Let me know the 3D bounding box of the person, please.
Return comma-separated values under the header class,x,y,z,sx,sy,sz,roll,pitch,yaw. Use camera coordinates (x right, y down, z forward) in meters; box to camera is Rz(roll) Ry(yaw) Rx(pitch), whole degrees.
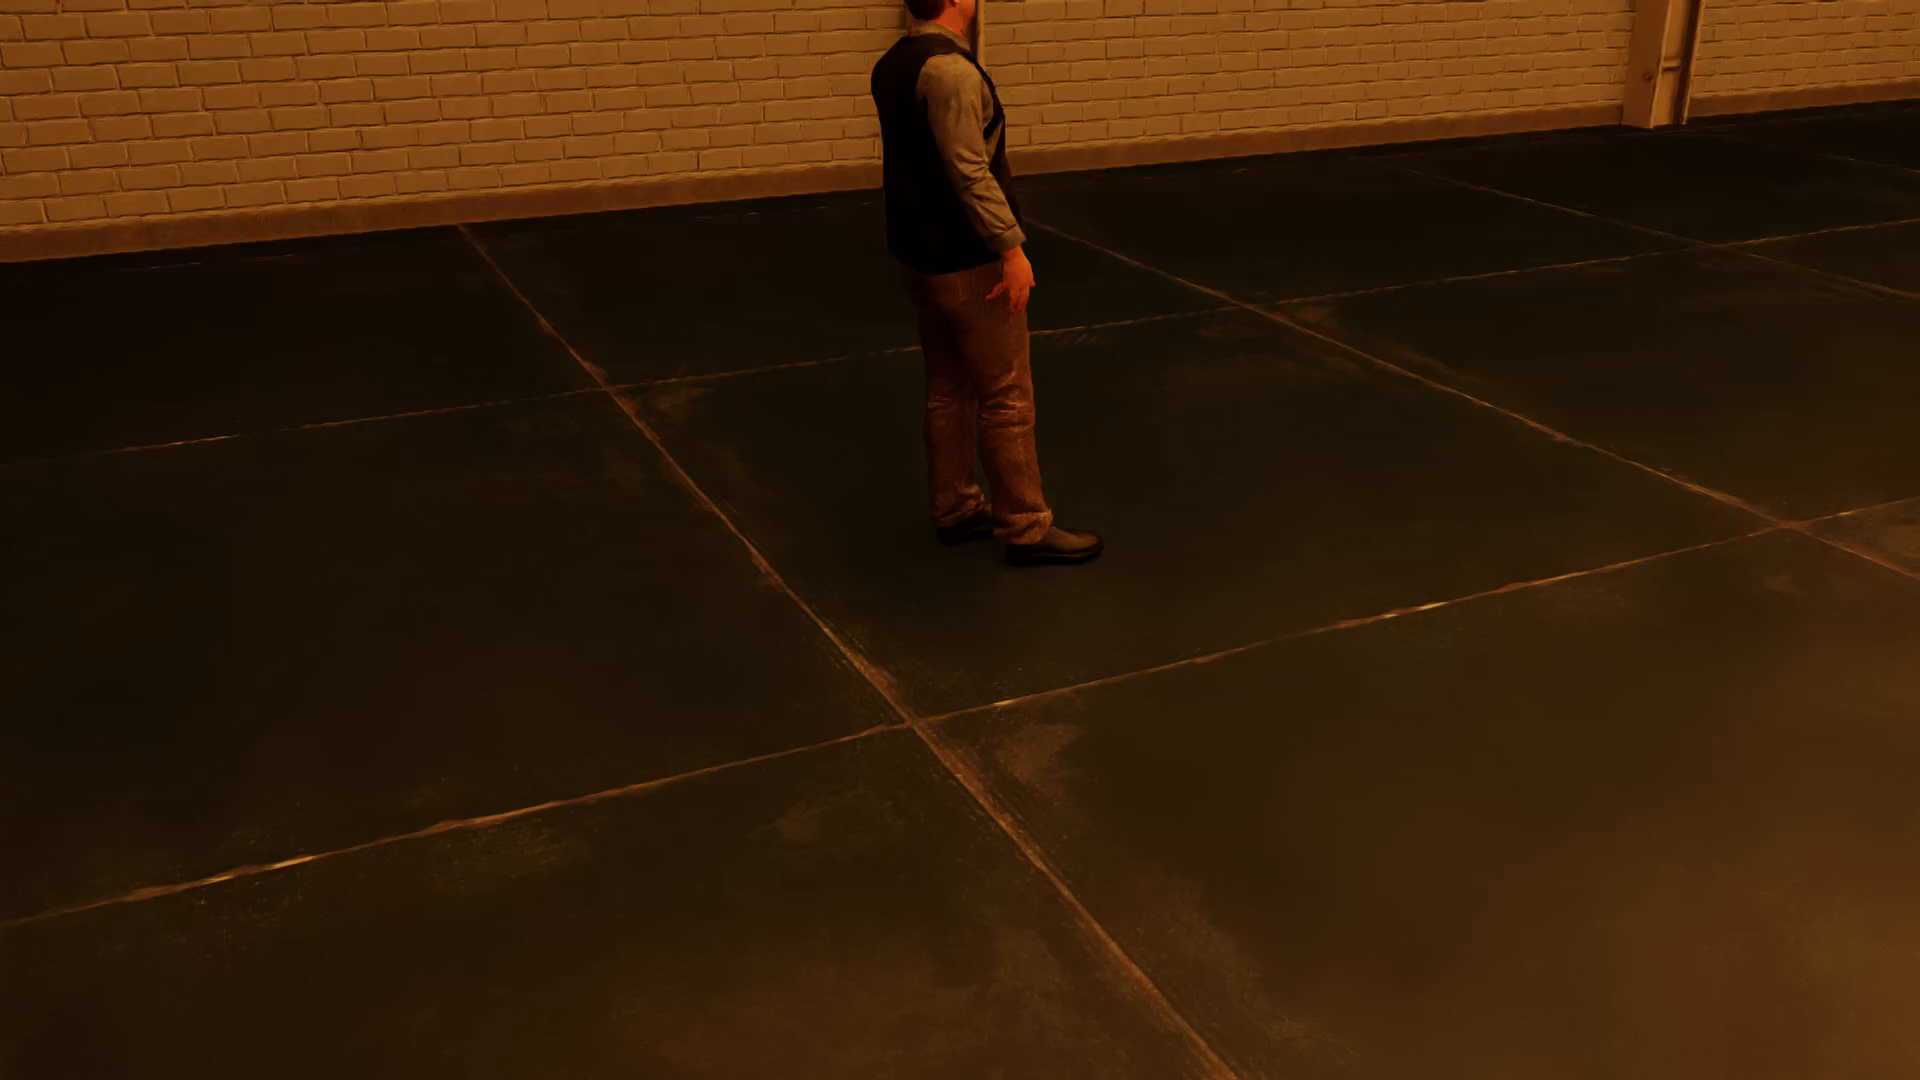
class,x,y,z,sx,sy,sz,roll,pitch,yaw
person,0.060,-0.809,4.791,0.567,1.720,0.632,-10,25,-23
